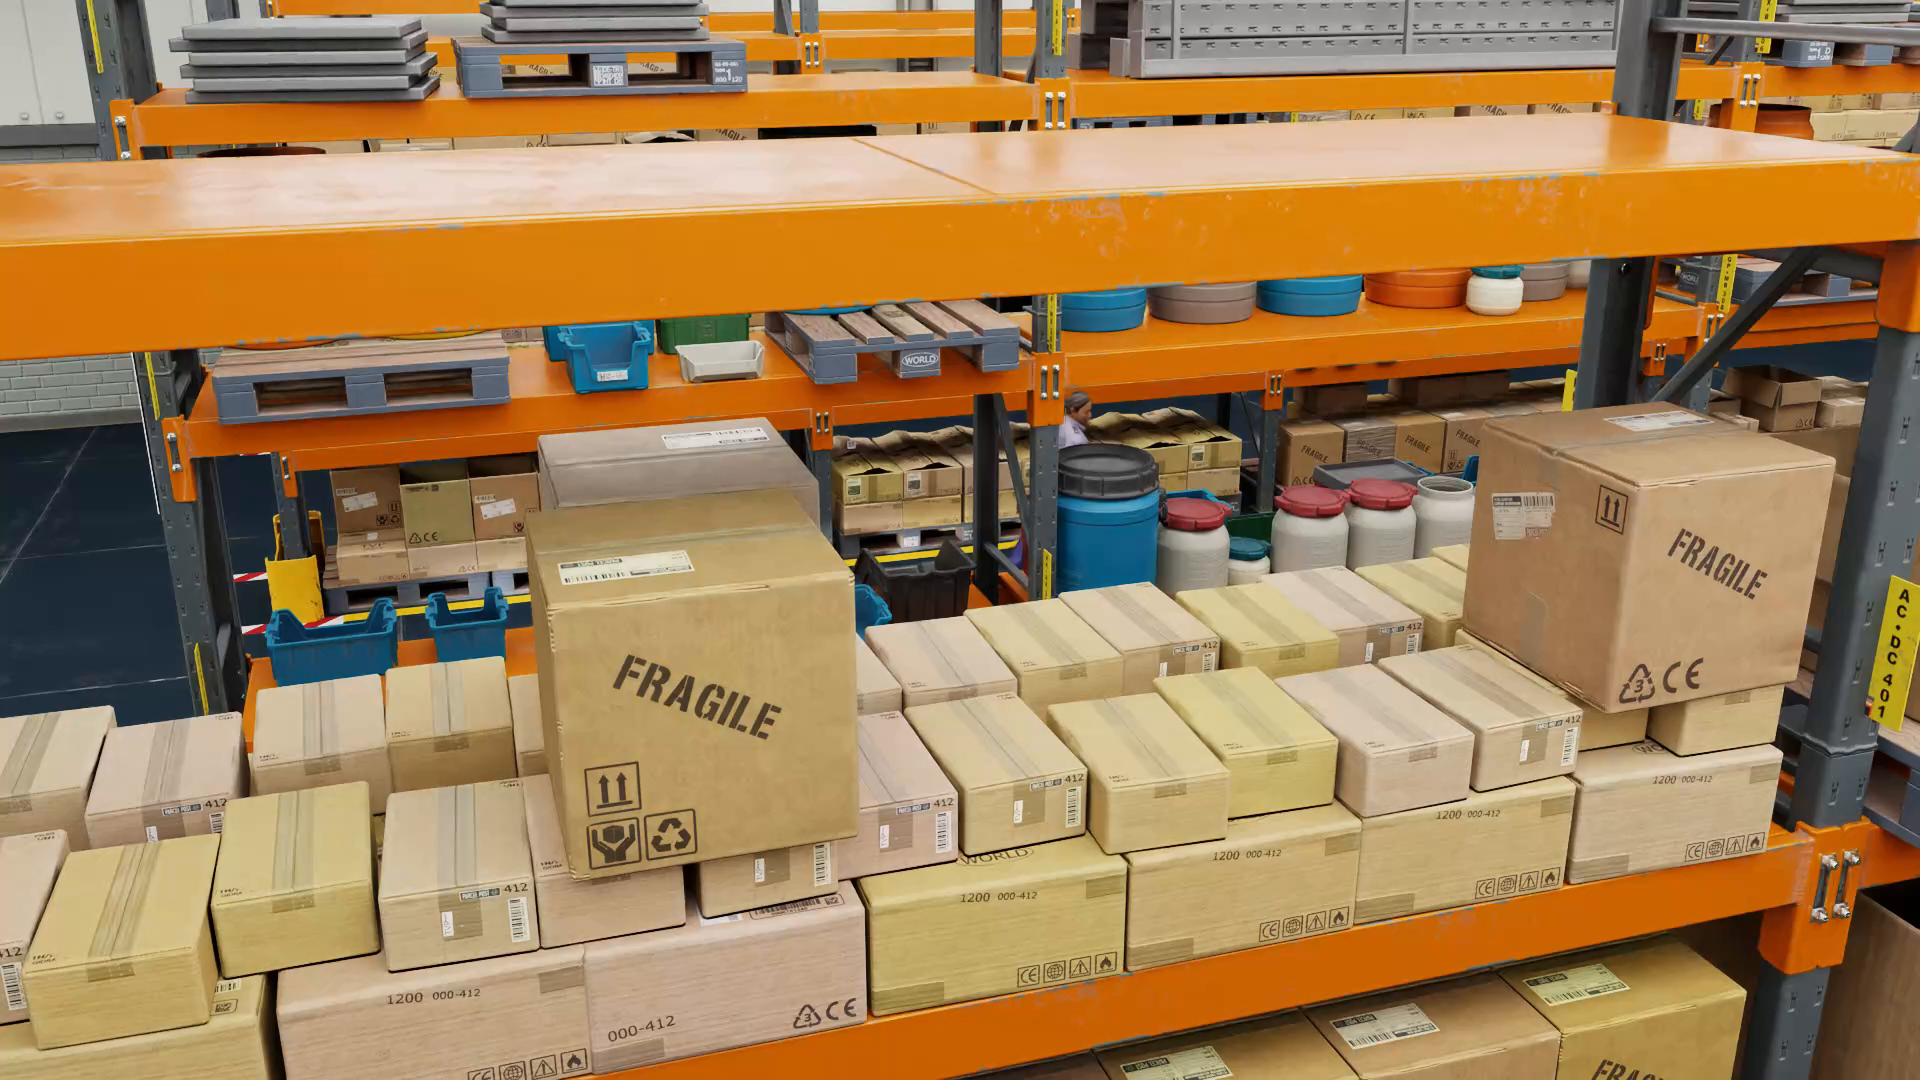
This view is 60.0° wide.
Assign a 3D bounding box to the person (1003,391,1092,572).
[{"bbox_3d":[0.781,-0.359,12.613,0.912,1.609,0.621,-7,21,-20],"label":"person"}]
